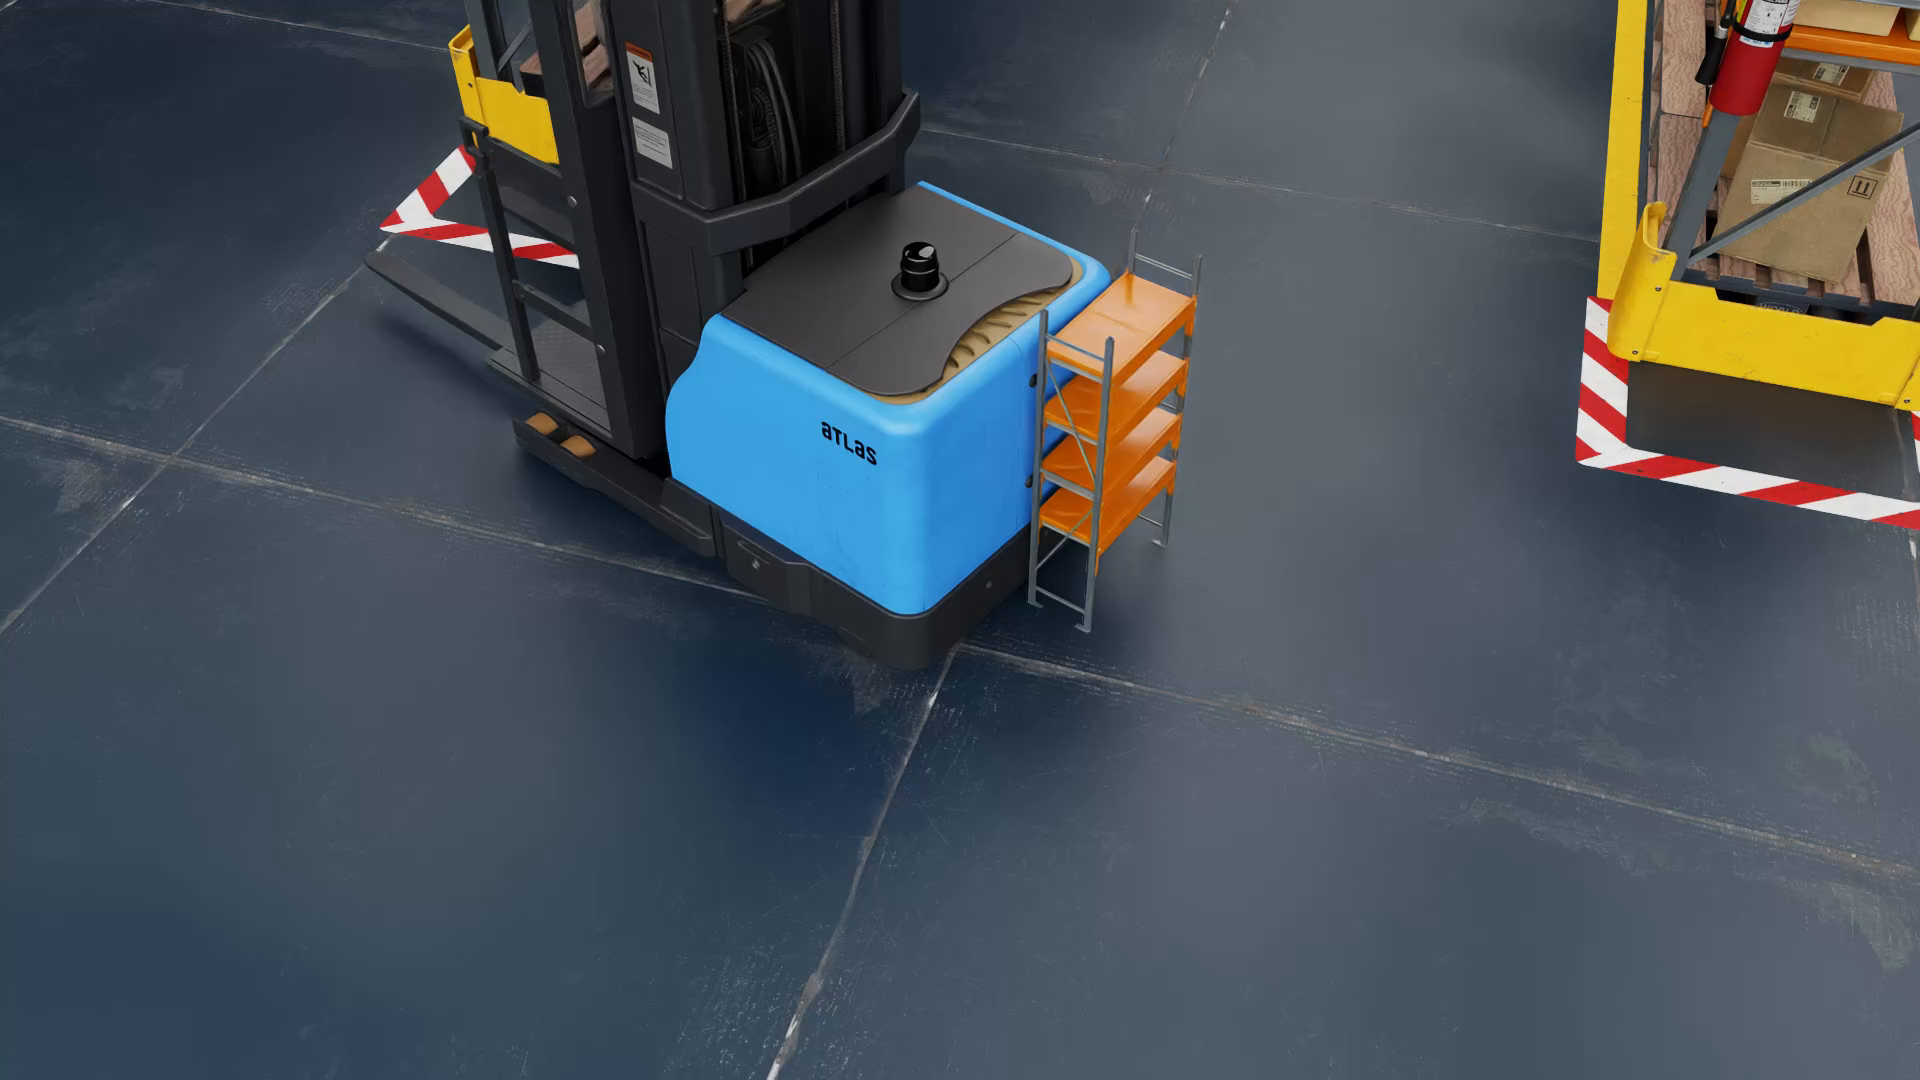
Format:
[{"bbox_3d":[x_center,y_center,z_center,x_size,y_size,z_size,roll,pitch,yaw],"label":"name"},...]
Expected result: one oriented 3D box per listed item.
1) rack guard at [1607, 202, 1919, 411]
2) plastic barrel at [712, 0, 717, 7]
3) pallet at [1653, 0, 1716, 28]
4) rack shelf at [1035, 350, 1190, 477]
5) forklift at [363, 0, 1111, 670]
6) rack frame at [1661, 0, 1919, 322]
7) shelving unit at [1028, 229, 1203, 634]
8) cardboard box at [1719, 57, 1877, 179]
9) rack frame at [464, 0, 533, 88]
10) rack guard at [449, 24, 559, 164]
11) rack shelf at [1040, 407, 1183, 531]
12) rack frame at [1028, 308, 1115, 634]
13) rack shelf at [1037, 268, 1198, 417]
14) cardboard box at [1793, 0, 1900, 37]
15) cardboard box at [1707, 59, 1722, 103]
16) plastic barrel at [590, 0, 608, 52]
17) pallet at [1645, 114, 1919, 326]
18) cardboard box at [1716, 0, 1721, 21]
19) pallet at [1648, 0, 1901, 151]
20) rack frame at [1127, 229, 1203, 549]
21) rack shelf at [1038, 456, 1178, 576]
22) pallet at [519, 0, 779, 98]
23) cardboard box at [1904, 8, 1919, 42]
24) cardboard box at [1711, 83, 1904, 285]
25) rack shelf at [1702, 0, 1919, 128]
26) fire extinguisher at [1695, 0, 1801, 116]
[{"bbox_3d":[3.130,-0.888,6.300,1.175,0.500,0.348,13,46,13],"label":"rack guard"},{"bbox_3d":[-1.335,-2.830,7.976,0.421,0.512,0.421,0,44,0],"label":"plastic barrel"},{"bbox_3d":[4.149,-2.945,8.609,1.003,0.211,1.213,13,46,13],"label":"pallet"},{"bbox_3d":[0.470,-0.425,5.103,0.258,0.148,0.480,27,50,25],"label":"rack shelf"},{"bbox_3d":[-0.980,-1.512,5.199,3.031,2.935,1.130,30,52,27],"label":"forklift"},{"bbox_3d":[3.107,-1.731,5.374,1.000,3.000,0.127,13,46,13],"label":"rack frame"},{"bbox_3d":[0.470,-0.313,5.212,0.258,1.200,0.503,27,50,25],"label":"shelving unit"},{"bbox_3d":[3.460,-1.806,6.938,0.500,0.500,0.500,24,49,23],"label":"cardboard box"},{"bbox_3d":[-1.613,-2.780,6.446,1.000,3.000,0.127,13,46,13],"label":"rack frame"},{"bbox_3d":[-1.635,-1.947,7.383,1.175,0.500,0.348,13,46,13],"label":"rack guard"},{"bbox_3d":[0.470,-0.265,5.259,0.258,0.148,0.480,27,50,25],"label":"rack shelf"},{"bbox_3d":[0.327,-0.174,5.070,0.240,1.200,0.015,27,50,25],"label":"rack frame"},{"bbox_3d":[0.470,-0.594,4.937,0.258,0.148,0.480,27,50,25],"label":"rack shelf"},{"bbox_3d":[2.997,-1.875,5.701,0.380,0.149,0.250,13,46,13],"label":"cardboard box"},{"bbox_3d":[3.668,-2.219,7.360,0.500,0.500,0.500,17,47,16],"label":"cardboard box"},{"bbox_3d":[-1.487,-2.496,7.634,0.421,0.512,0.421,0,44,0],"label":"plastic barrel"},{"bbox_3d":[3.410,-1.319,6.947,1.003,0.211,1.213,13,46,13],"label":"pallet"},{"bbox_3d":[3.880,-2.582,7.731,0.500,0.500,0.500,9,45,9],"label":"cardboard box"},{"bbox_3d":[3.781,-2.130,7.775,1.003,0.211,1.213,13,46,13],"label":"pallet"},{"bbox_3d":[0.612,-0.451,5.354,0.240,1.200,0.015,27,50,25],"label":"rack frame"},{"bbox_3d":[0.470,-0.123,5.398,0.258,0.148,0.480,27,50,25],"label":"rack shelf"},{"bbox_3d":[-1.384,-2.384,8.036,1.003,0.211,1.213,13,46,13],"label":"pallet"},{"bbox_3d":[3.421,-1.781,5.605,0.380,0.149,0.250,13,46,13],"label":"cardboard box"},{"bbox_3d":[3.312,-1.400,6.523,0.500,0.500,0.500,21,48,20],"label":"cardboard box"},{"bbox_3d":[3.713,-2.807,6.988,1.077,0.370,4.000,13,46,13],"label":"rack shelf"},{"bbox_3d":[2.633,-1.725,5.423,0.296,0.674,0.183,13,46,13],"label":"fire extinguisher"}]
